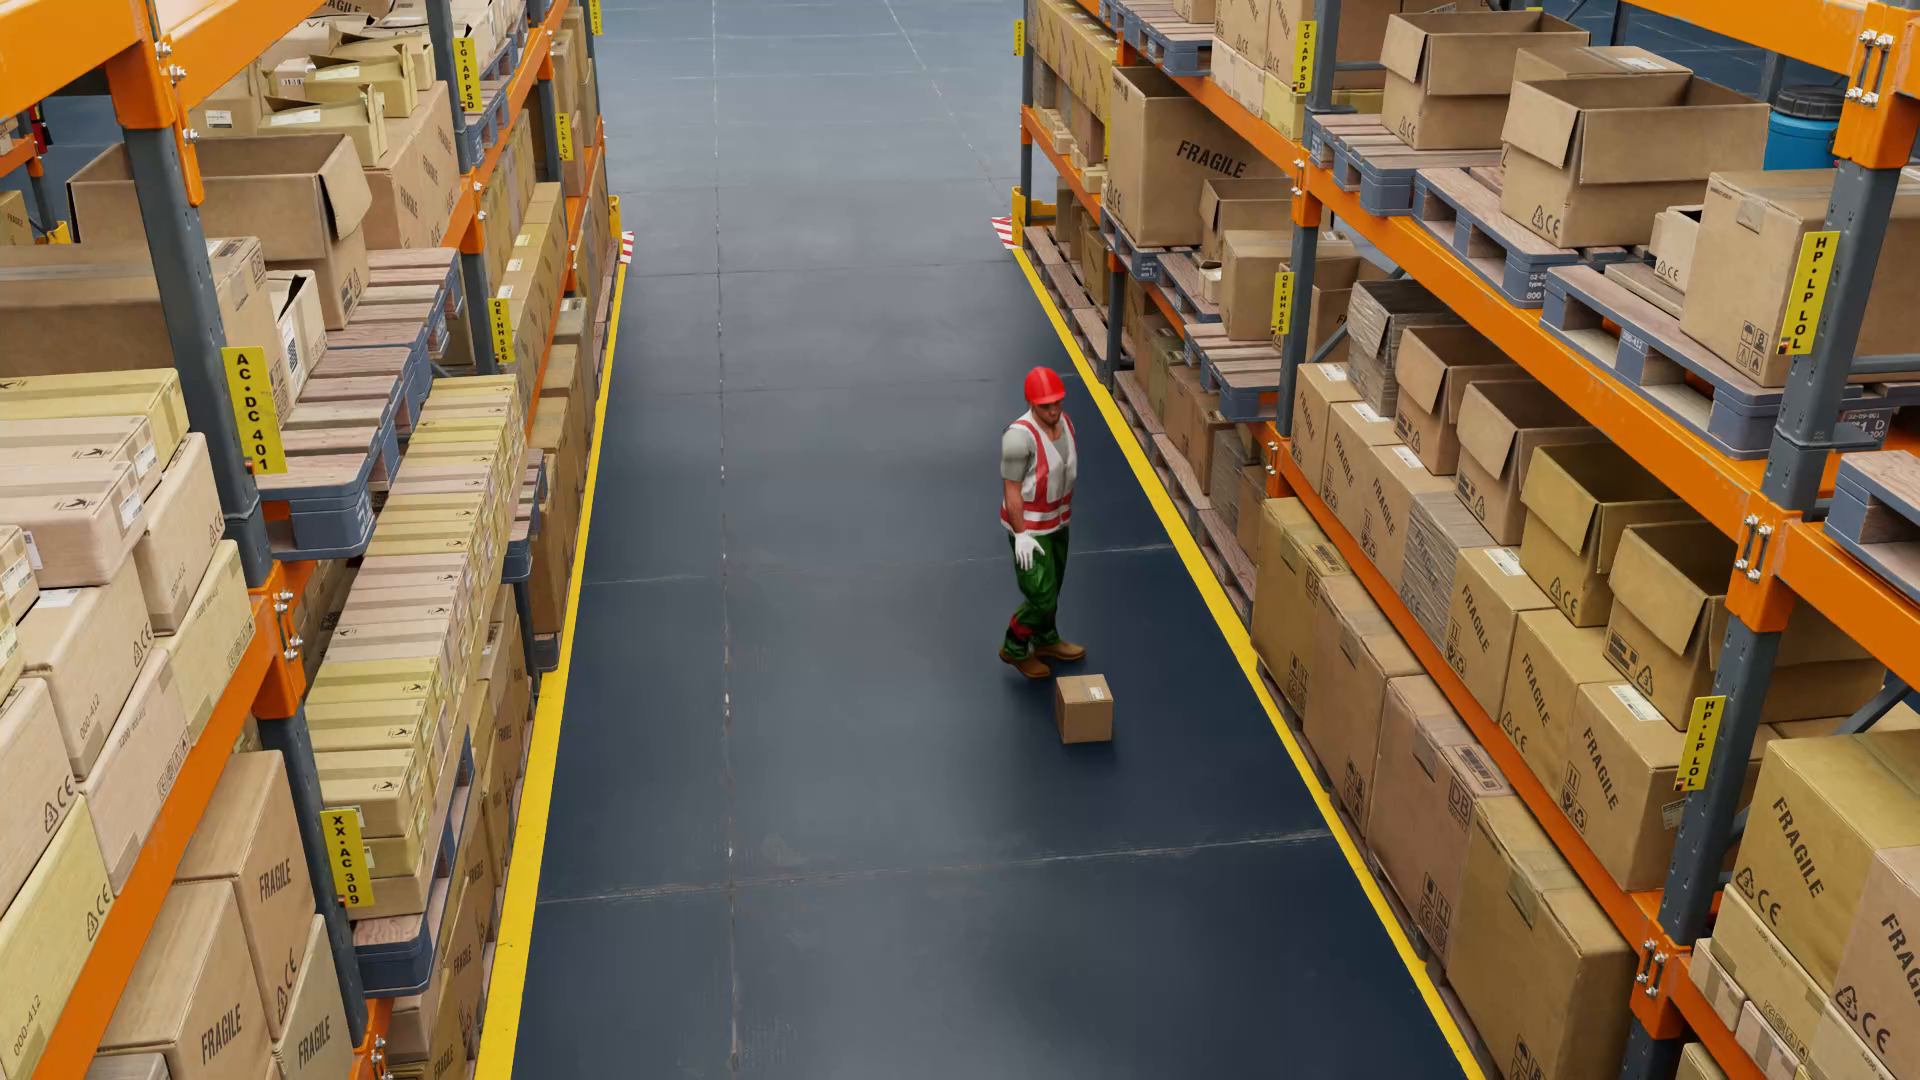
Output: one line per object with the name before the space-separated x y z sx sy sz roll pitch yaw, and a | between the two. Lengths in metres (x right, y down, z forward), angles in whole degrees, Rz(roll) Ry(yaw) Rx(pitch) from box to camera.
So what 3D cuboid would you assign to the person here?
person | 0.434 -0.080 8.687 0.379 1.779 0.587 19 32 32
